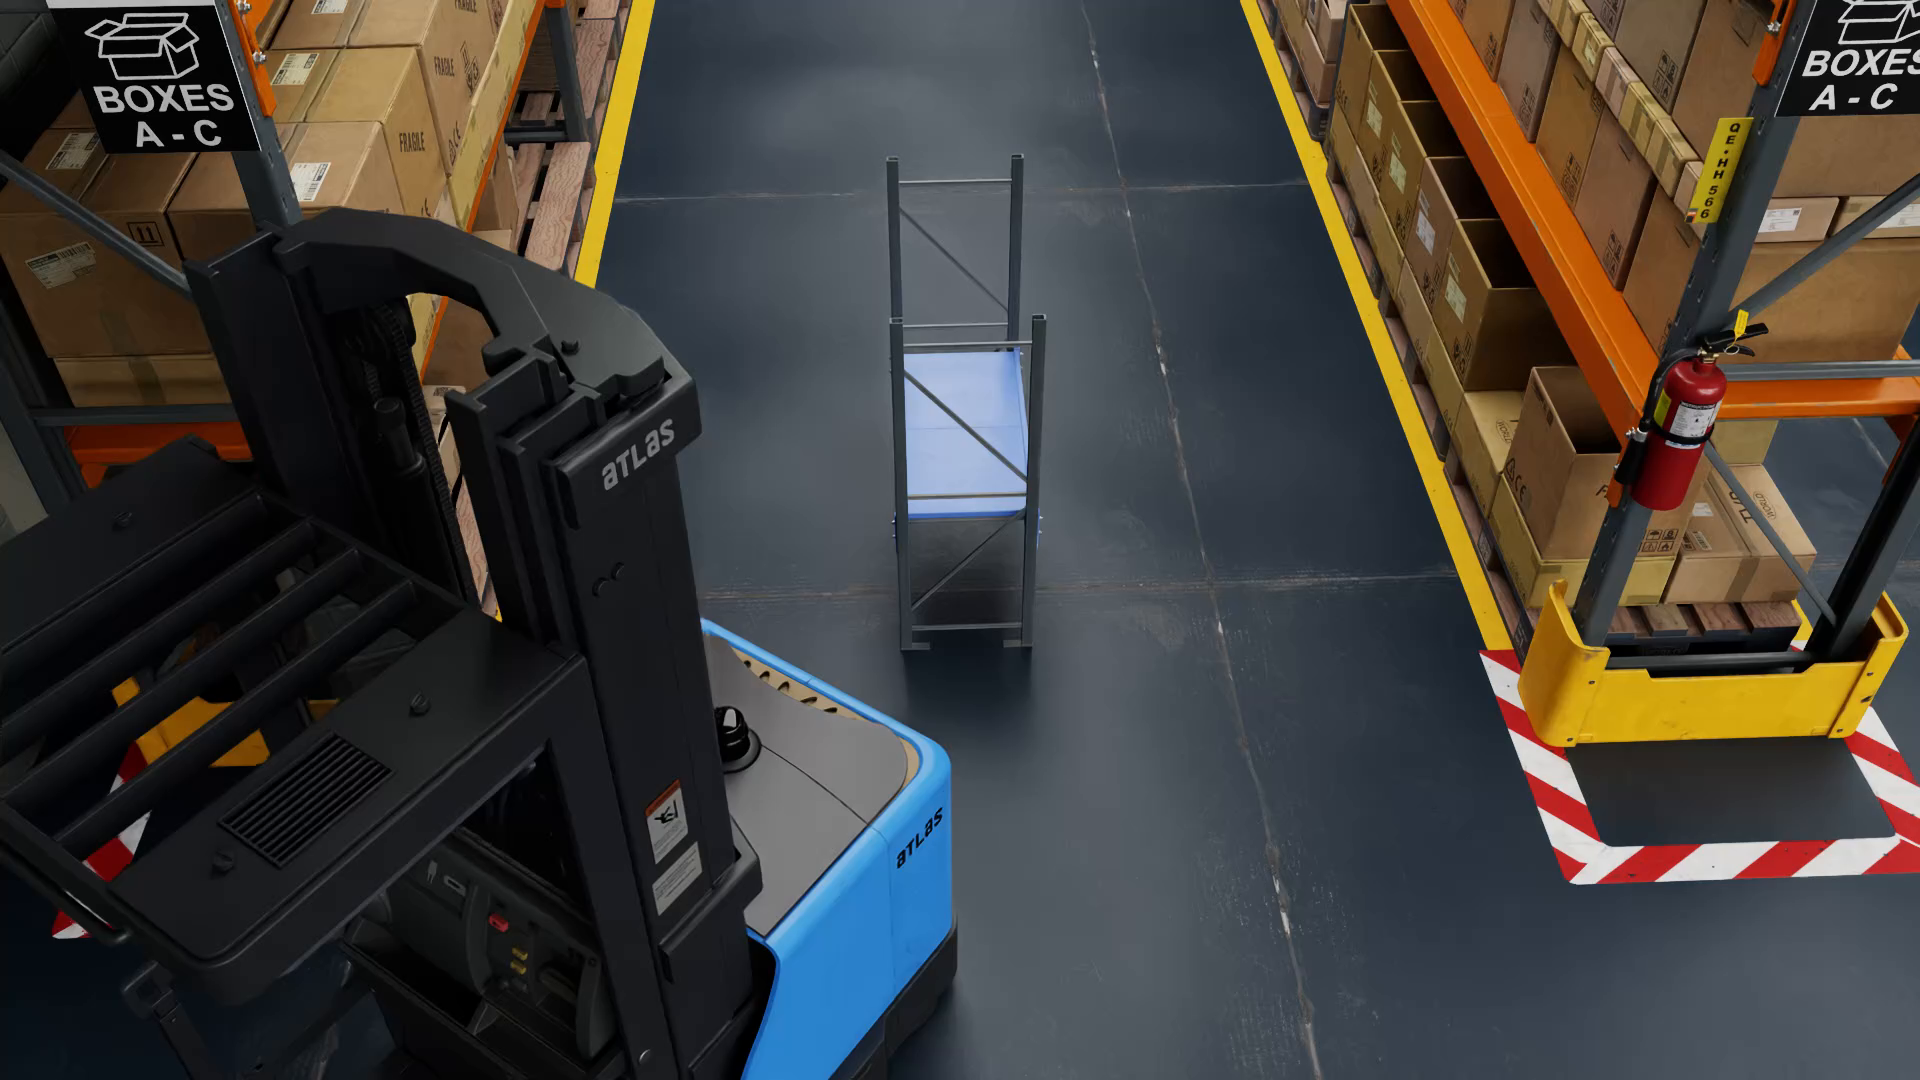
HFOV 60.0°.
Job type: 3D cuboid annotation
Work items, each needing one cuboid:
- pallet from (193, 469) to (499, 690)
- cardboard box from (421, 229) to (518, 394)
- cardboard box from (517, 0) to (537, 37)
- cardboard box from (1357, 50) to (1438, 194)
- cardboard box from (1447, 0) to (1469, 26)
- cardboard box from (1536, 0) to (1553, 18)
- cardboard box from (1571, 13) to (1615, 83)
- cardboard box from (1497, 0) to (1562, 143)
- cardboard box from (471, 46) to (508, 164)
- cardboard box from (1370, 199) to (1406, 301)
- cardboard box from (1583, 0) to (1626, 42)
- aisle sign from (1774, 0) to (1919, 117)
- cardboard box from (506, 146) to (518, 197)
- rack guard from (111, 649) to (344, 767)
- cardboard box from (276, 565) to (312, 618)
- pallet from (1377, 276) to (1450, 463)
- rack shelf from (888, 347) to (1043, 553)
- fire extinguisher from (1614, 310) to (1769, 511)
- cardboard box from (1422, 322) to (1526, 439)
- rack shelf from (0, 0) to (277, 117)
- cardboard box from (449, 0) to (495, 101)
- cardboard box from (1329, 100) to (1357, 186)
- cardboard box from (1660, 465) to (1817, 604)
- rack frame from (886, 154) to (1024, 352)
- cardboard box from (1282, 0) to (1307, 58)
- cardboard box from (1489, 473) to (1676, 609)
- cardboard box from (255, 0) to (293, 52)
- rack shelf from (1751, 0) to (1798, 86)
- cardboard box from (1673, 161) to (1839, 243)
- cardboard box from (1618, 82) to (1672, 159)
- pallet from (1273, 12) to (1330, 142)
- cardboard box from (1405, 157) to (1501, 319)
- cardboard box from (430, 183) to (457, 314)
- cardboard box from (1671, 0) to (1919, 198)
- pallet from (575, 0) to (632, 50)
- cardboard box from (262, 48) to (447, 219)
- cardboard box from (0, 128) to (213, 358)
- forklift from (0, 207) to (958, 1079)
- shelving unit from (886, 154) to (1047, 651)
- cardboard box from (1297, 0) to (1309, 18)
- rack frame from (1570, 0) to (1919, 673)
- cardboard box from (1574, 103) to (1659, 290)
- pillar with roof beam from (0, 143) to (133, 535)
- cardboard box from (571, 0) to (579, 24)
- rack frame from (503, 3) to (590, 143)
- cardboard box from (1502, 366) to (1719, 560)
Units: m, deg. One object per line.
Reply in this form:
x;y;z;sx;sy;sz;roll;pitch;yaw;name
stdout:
-2.302;0.058;6.531;1.003;0.211;1.213;-2;43;-2;pallet
-2.245;-0.961;7.103;0.700;0.500;0.500;-4;43;-4;cardboard box
-2.134;-2.374;7.216;0.500;0.250;0.500;-1;43;-2;cardboard box
2.216;-1.973;7.851;0.500;0.500;0.500;-2;43;-2;cardboard box
2.534;-2.596;7.288;0.700;0.500;0.500;-2;43;-2;cardboard box
2.375;-2.089;6.256;0.380;0.149;0.250;-2;43;-2;cardboard box
2.399;-1.739;5.873;0.380;0.149;0.250;0;43;0;cardboard box
2.574;-1.911;6.541;0.700;0.500;0.500;0;43;-1;cardboard box
-2.074;-1.695;6.476;0.500;0.250;0.500;-1;43;-1;cardboard box
2.229;-1.358;7.736;0.500;0.250;0.500;-2;43;-2;cardboard box
2.590;-2.075;5.760;0.700;0.500;0.500;-1;43;-2;cardboard box
2.359;-1.419;4.155;0.394;0.787;0.004;-2;43;-2;aisle sign
-2.417;-1.827;8.295;0.380;0.166;0.250;-7;43;-7;cardboard box
-2.303;0.501;5.834;1.175;0.500;0.348;-2;43;-2;rack guard
-2.239;-0.010;6.205;0.500;0.311;0.500;-6;43;-7;cardboard box
2.526;-0.823;7.491;1.003;0.211;1.213;-2;43;-2;pallet
0.004;-0.363;6.302;0.538;0.185;1.000;-2;43;-2;rack shelf
2.190;-0.392;5.015;0.296;0.674;0.183;-2;43;-2;fire extinguisher
2.275;-0.683;7.000;0.500;0.250;0.500;-2;43;-2;cardboard box
-2.385;-2.560;5.635;1.077;0.370;4.000;-2;43;-2;rack shelf
-2.080;-1.960;6.209;0.500;0.500;0.500;0;43;0;cardboard box
2.196;-2.034;8.473;0.500;0.250;0.500;-2;43;-2;cardboard box
2.849;-0.024;6.280;0.500;0.250;0.500;-2;43;-2;cardboard box
-0.018;-0.838;6.555;0.500;1.500;0.032;-2;43;-2;rack frame
2.153;-2.969;9.493;0.500;0.250;0.500;-2;43;-2;cardboard box
2.331;-0.009;6.264;0.500;0.250;0.500;-2;43;-2;cardboard box
-2.570;-1.599;5.816;0.500;0.500;0.500;-3;43;-3;cardboard box
2.565;-2.705;5.793;1.077;0.370;4.000;-2;43;-2;rack shelf
2.443;-1.042;5.113;0.380;0.149;0.250;-2;43;-3;cardboard box
2.419;-1.392;5.494;0.380;0.149;0.250;-2;43;-2;cardboard box
2.409;-2.683;9.520;1.003;0.211;1.213;-2;43;-2;pallet
2.252;-1.297;7.115;0.500;0.500;0.500;-2;43;-2;cardboard box
-2.039;-1.010;5.728;0.500;0.250;0.500;-3;43;-3;cardboard box
2.640;-1.380;5.002;0.700;0.500;0.500;-1;43;-2;cardboard box
-2.559;-3.393;10.295;1.003;0.211;1.213;-2;43;-2;pallet
-2.031;-1.263;5.449;0.500;0.500;0.500;-2;43;-2;cardboard box
-2.532;-0.910;5.064;0.500;0.500;0.500;-2;43;-2;cardboard box
-1.260;0.919;3.578;1.130;2.935;3.031;25;48;25;forklift
0.004;-0.495;6.180;0.538;1.500;1.048;-2;43;-2;shelving unit
2.148;-3.178;9.307;0.500;0.311;0.500;-1;43;-1;cardboard box
2.649;-0.514;5.091;1.000;3.000;0.127;-2;43;-2;rack frame
2.615;-1.221;5.788;0.700;0.500;0.500;-1;43;-1;cardboard box
1.108;-3.152;3.529;9.100;9.000;0.400;-2;43;-2;pillar with roof beam
-2.589;-3.154;9.496;0.700;0.500;0.500;-2;43;-3;cardboard box
-2.470;-3.070;7.879;1.000;3.000;0.127;-2;43;-2;rack frame
2.329;-0.285;6.010;0.500;0.500;0.500;-2;43;-2;cardboard box
